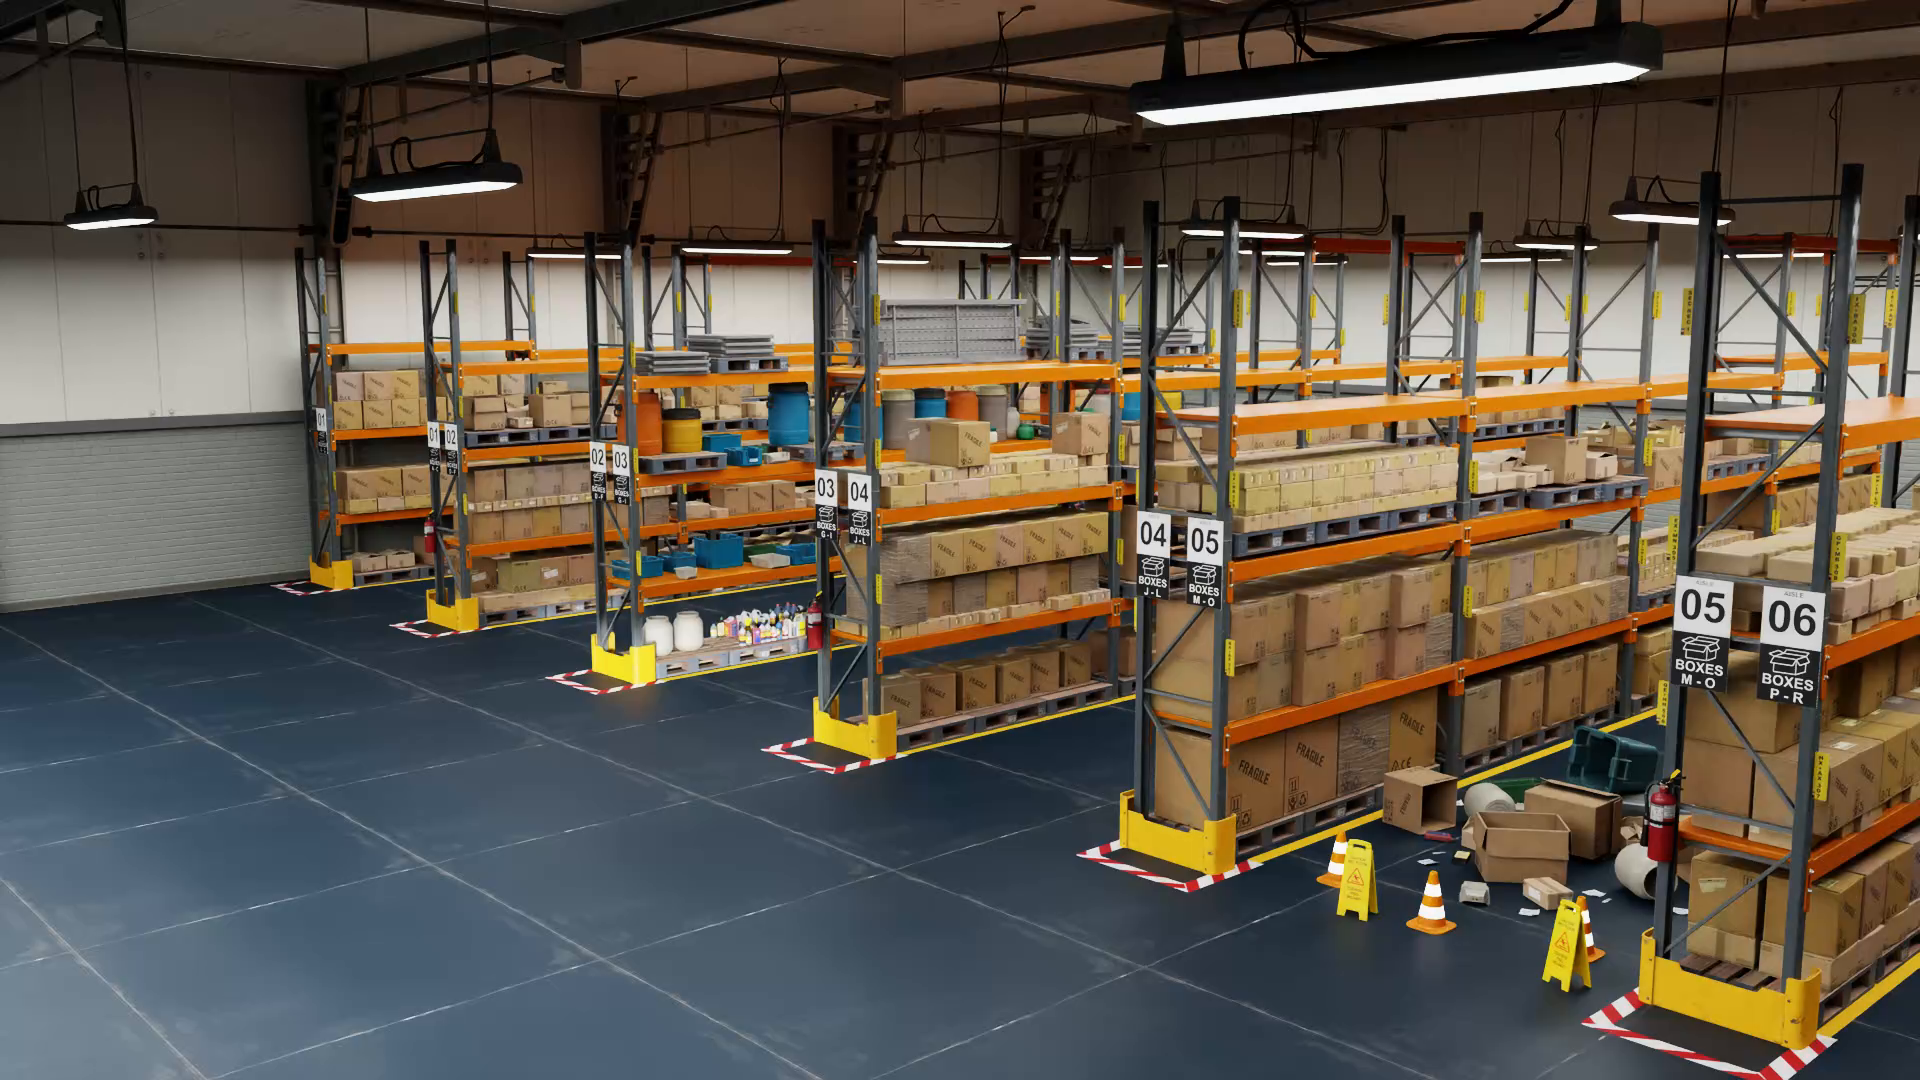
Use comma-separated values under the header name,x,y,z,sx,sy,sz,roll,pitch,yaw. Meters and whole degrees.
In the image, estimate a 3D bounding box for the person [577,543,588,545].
name,x,y,z,sx,sy,sz,roll,pitch,yaw
person,-7.117,-0.225,31.136,0.461,1.667,0.495,-1,8,-7

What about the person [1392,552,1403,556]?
name,x,y,z,sx,sy,sz,roll,pitch,yaw
person,6.227,0.931,23.657,0.823,1.556,0.507,-8,12,-43
